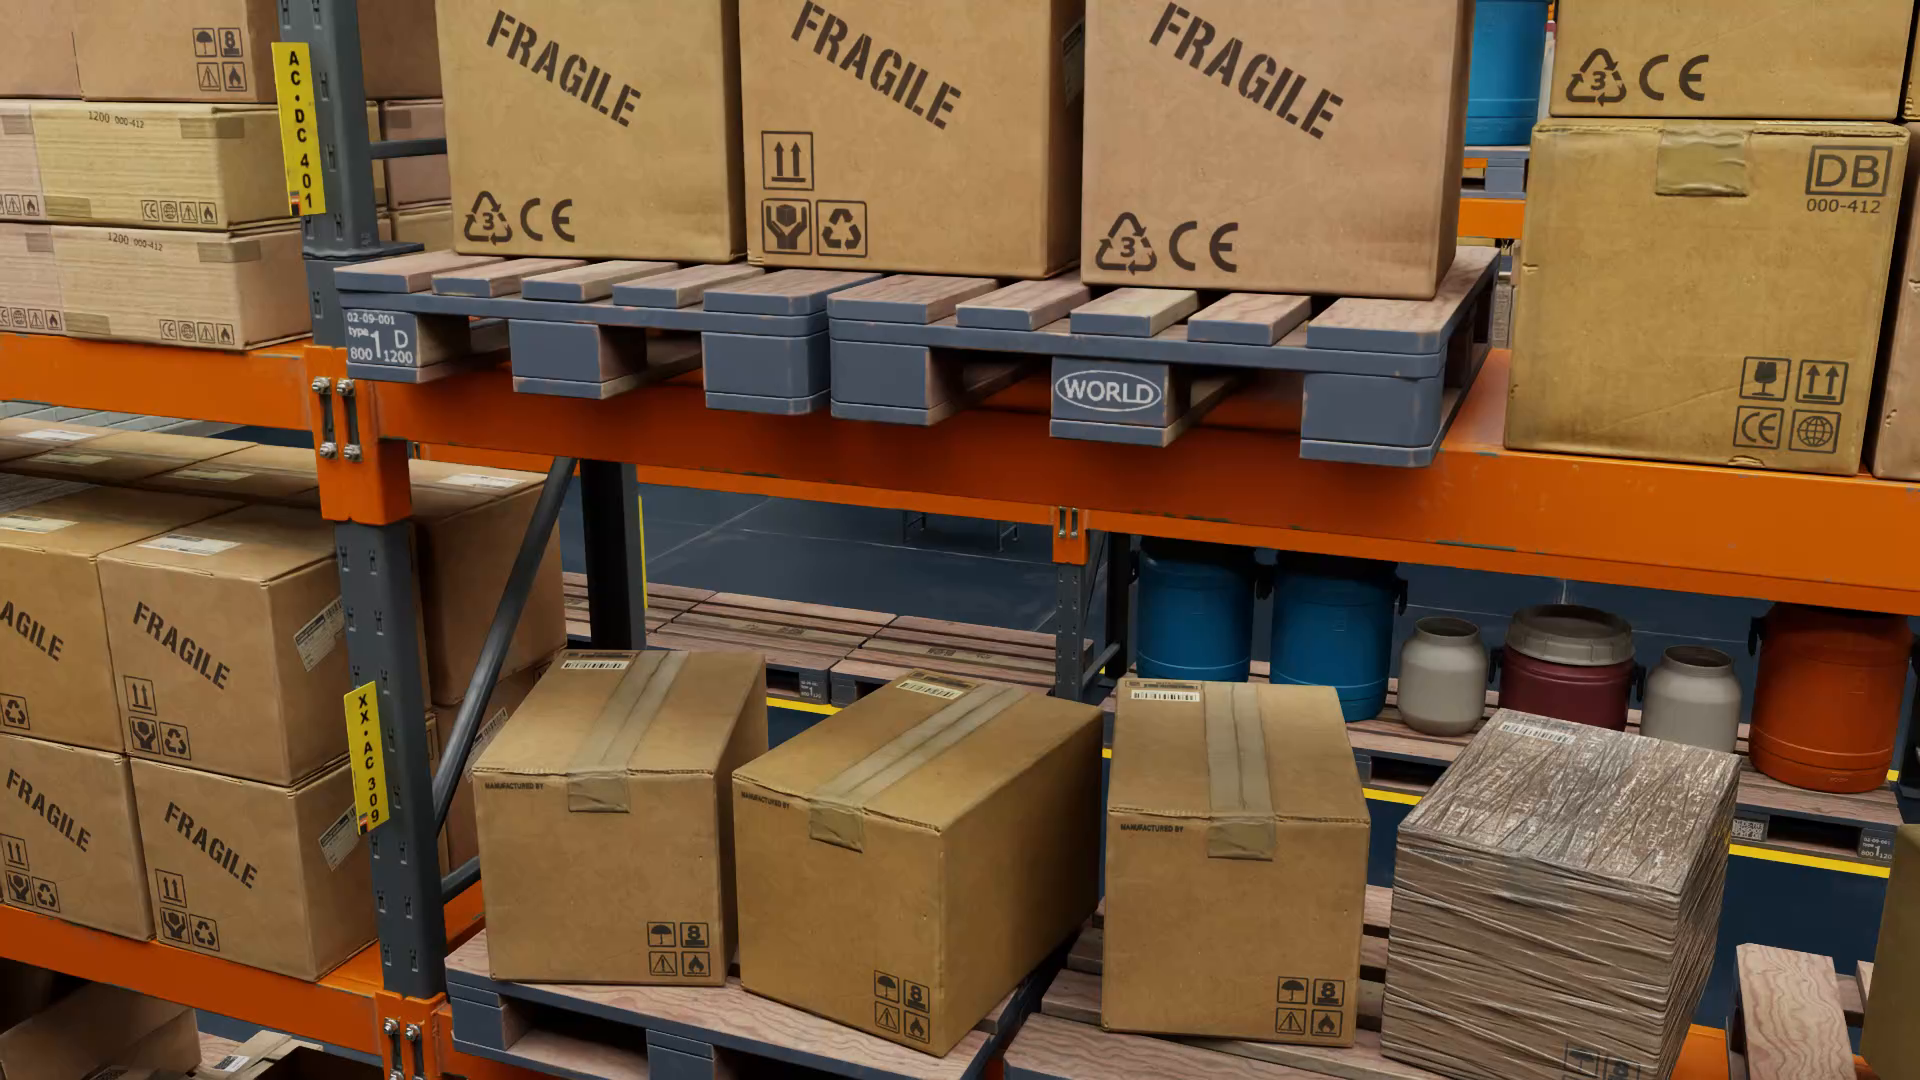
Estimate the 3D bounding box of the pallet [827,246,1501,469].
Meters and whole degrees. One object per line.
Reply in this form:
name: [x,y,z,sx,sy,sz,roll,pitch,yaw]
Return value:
pallet: [0.454,-0.413,3.172,1.003,0.211,1.213,6,17,21]

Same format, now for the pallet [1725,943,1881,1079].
pallet: [1.972,1.198,3.012,1.003,0.211,1.213,6,17,21]

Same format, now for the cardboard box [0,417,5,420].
cardboard box: [-3.345,-0.112,5.208,0.500,0.500,0.500,7,18,22]

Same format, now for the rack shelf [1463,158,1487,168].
rack shelf: [4.406,-2.712,12.045,4.000,0.370,1.077,6,17,21]

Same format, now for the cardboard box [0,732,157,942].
cardboard box: [-2.132,0.662,4.332,0.500,0.500,0.500,7,18,22]

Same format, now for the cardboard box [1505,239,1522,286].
cardboard box: [4.360,-2.155,12.239,0.637,0.503,0.797,7,18,22]

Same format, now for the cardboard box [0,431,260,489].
cardboard box: [-2.386,-0.007,4.846,0.500,0.500,0.500,6,17,19]

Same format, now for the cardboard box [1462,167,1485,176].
cardboard box: [6.485,-4.800,21.356,0.500,0.500,0.500,6,17,21]

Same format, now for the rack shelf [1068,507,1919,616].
rack shelf: [2.588,0.013,8.038,4.000,0.370,1.077,6,17,21]

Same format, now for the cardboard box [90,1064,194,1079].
cardboard box: [-2.425,1.766,4.744,0.500,0.311,0.500,6,17,21]

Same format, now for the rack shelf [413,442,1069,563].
rack shelf: [-1.133,-0.396,9.448,4.000,0.370,1.077,6,17,21]

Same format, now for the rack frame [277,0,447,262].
rack frame: [-1.093,-2.134,3.382,0.127,3.000,1.000,6,17,21]

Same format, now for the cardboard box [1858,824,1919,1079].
cardboard box: [2.001,0.872,2.858,0.500,0.500,0.700,1,16,2]

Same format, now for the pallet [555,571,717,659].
pallet: [-2.240,0.488,10.116,1.213,0.211,1.003,6,17,21]

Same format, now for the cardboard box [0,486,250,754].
cardboard box: [-2.136,0.183,4.190,0.500,0.500,0.500,6,17,20]

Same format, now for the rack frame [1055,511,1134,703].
rack frame: [0.728,-0.537,8.643,0.127,3.000,1.000,6,17,21]

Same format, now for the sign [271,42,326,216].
sign: [-1.285,-0.800,3.241,0.005,0.325,0.100,6,17,21]

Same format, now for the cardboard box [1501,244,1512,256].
cardboard box: [5.381,-2.940,16.616,0.250,0.149,0.380,6,17,21]

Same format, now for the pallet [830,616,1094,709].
pallet: [0.029,0.737,9.256,1.213,0.211,1.003,6,17,21]

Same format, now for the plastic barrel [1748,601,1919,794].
plastic barrel: [3.987,0.667,7.634,0.708,0.830,0.600,6,17,21]

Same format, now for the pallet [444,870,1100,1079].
pallet: [-0.390,0.950,3.867,1.213,0.211,1.003,6,17,21]

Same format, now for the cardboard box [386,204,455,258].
cardboard box: [-1.455,-0.735,4.214,0.500,0.250,0.500,6,17,21]

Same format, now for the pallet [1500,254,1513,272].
pallet: [5.117,-2.889,17.090,1.213,0.211,1.003,6,17,21]

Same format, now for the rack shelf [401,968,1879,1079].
rack shelf: [0.767,1.297,3.614,4.000,0.370,1.077,6,17,21]

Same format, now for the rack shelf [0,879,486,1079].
rack shelf: [-2.954,0.888,5.024,4.000,0.370,1.077,6,17,21]

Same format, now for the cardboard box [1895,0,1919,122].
cardboard box: [1.750,-0.911,2.577,0.500,0.500,0.500,6,17,21]

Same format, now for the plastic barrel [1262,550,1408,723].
plastic barrel: [1.886,0.402,8.420,0.708,0.901,0.600,6,17,21]

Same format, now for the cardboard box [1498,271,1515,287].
cardboard box: [4.027,-1.788,12.774,0.500,0.500,0.500,6,17,20]

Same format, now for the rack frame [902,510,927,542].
rack frame: [-0.334,-0.757,12.091,0.023,1.500,0.400,6,17,21]

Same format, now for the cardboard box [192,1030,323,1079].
cardboard box: [-2.213,1.712,5.190,0.250,0.166,0.380,6,17,21]

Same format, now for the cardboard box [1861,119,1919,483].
cardboard box: [1.735,-0.420,2.681,0.500,0.500,0.910,6,17,21]

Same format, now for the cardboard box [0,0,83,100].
cardboard box: [-1.973,-1.349,4.087,0.500,0.500,0.700,6,17,21]

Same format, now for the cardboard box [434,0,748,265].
cardboard box: [-0.652,-0.920,3.471,0.600,0.600,0.600,5,17,15]

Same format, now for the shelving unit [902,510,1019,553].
shelving unit: [0.006,-0.720,11.962,0.755,1.500,0.431,6,17,21]

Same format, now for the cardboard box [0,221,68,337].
cardboard box: [-2.104,-0.656,3.941,0.500,0.250,0.500,6,17,21]

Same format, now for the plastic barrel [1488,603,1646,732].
plastic barrel: [2.937,0.668,8.066,0.708,0.588,0.600,6,17,21]

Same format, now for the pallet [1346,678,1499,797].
pallet: [2.569,1.016,8.294,1.213,0.211,1.003,6,17,21]

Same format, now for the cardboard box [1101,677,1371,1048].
cardboard box: [0.573,0.662,3.579,0.500,0.500,0.700,2,16,7]

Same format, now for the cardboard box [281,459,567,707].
cardboard box: [-1.428,0.098,4.483,0.500,0.500,0.500,7,18,22]

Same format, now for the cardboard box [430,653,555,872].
cardboard box: [-1.467,0.577,4.628,0.500,0.500,0.500,7,18,22]

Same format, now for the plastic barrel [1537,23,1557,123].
plastic barrel: [2.744,-1.977,7.228,0.433,0.535,0.433,0,16,0]

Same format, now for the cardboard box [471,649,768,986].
cardboard box: [-0.735,0.604,3.780,0.500,0.500,0.700,1,16,2]

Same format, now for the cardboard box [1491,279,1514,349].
cardboard box: [3.815,-1.655,12.315,0.500,0.500,0.500,6,17,19]

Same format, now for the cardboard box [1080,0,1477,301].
cardboard box: [0.590,-0.784,3.003,0.600,0.600,0.600,6,17,18]

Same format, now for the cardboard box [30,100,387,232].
cardboard box: [-1.645,-0.840,3.681,0.500,0.250,0.500,6,17,21]
